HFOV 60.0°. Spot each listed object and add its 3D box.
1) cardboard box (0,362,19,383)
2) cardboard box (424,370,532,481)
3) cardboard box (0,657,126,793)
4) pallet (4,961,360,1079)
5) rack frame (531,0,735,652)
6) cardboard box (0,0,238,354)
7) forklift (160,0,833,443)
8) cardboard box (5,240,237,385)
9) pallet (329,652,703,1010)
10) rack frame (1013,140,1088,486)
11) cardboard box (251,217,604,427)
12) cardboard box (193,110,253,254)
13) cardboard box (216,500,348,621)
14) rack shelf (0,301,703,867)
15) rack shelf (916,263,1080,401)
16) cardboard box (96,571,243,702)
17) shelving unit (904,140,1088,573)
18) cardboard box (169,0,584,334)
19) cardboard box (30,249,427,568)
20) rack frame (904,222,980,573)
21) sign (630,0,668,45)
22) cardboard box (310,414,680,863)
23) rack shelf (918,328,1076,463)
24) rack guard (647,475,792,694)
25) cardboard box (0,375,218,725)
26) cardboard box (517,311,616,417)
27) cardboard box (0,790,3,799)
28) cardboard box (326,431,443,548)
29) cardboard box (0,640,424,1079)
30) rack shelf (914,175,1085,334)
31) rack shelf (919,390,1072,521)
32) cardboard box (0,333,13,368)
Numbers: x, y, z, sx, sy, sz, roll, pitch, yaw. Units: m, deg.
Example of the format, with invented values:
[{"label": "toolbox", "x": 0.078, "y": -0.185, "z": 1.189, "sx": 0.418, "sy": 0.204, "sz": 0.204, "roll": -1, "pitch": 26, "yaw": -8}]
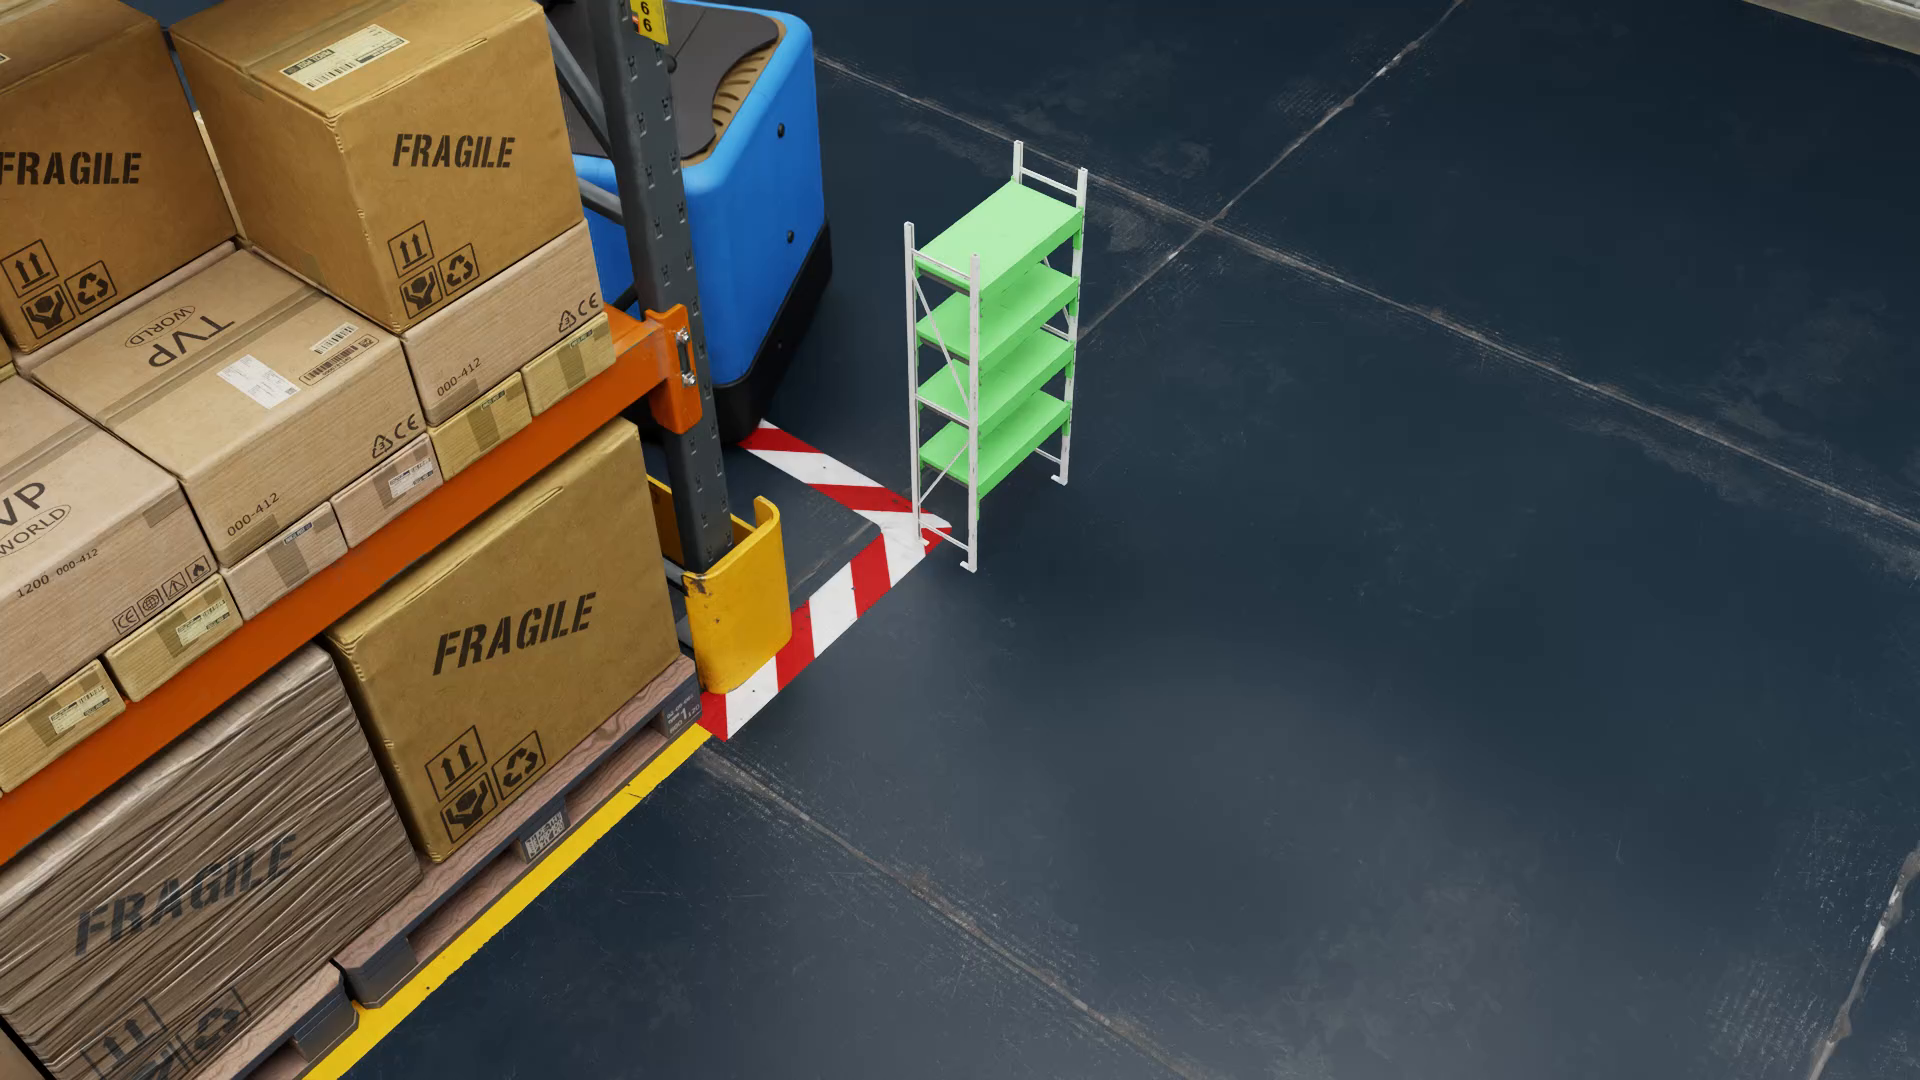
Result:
[{"label": "cardboard box", "x": -2.188, "y": -0.221, "z": 3.285, "sx": 0.500, "sy": 0.250, "sz": 0.500, "roll": 28, "pitch": 52, "yaw": 24}, {"label": "cardboard box", "x": -1.173, "y": -0.326, "z": 3.661, "sx": 0.380, "sy": 0.149, "sz": 0.250, "roll": 30, "pitch": 53, "yaw": 25}, {"label": "cardboard box", "x": -1.797, "y": 0.258, "z": 3.103, "sx": 0.380, "sy": 0.149, "sz": 0.250, "roll": 29, "pitch": 53, "yaw": 25}, {"label": "pallet", "x": -2.231, "y": 1.238, "z": 3.921, "sx": 1.003, "sy": 0.211, "sz": 1.213, "roll": 29, "pitch": 53, "yaw": 25}, {"label": "rack frame", "x": -1.058, "y": -0.912, "z": 4.047, "sx": 1.000, "sy": 3.000, "sz": 0.127, "roll": 29, "pitch": 53, "yaw": 25}, {"label": "cardboard box", "x": -1.871, "y": -0.781, "z": 3.301, "sx": 0.500, "sy": 0.500, "sz": 0.500, "roll": 28, "pitch": 52, "yaw": 24}, {"label": "forklift", "x": -2.040, "y": -1.895, "z": 5.034, "sx": 3.031, "sy": 2.935, "sz": 1.130, "roll": 10, "pitch": 47, "yaw": 10}, {"label": "cardboard box", "x": -1.878, "y": -0.507, "z": 3.558, "sx": 0.500, "sy": 0.250, "sz": 0.500, "roll": 29, "pitch": 53, "yaw": 25}, {"label": "pallet", "x": -1.485, "y": 0.543, "z": 4.585, "sx": 1.003, "sy": 0.211, "sz": 1.213, "roll": 29, "pitch": 53, "yaw": 25}, {"label": "rack frame", "x": 0.250, "y": -0.649, "z": 5.040, "sx": 0.240, "sy": 1.200, "sz": 0.015, "roll": 29, "pitch": 53, "yaw": 25}, {"label": "cardboard box", "x": -1.145, "y": -0.568, "z": 3.617, "sx": 0.500, "sy": 0.250, "sz": 0.500, "roll": 28, "pitch": 53, "yaw": 24}, {"label": "cardboard box", "x": -1.565, "y": -0.808, "z": 3.845, "sx": 0.500, "sy": 0.250, "sz": 0.500, "roll": 28, "pitch": 52, "yaw": 24}, {"label": "cardboard box", "x": -1.481, "y": -0.040, "z": 3.388, "sx": 0.380, "sy": 0.149, "sz": 0.250, "roll": 30, "pitch": 53, "yaw": 26}, {"label": "rack shelf", "x": -2.281, "y": 0.481, "z": 3.214, "sx": 1.077, "sy": 0.370, "sz": 4.000, "roll": 29, "pitch": 53, "yaw": 25}, {"label": "rack shelf", "x": 0.101, "y": -0.631, "z": 4.779, "sx": 0.258, "sy": 0.148, "sz": 0.480, "roll": 29, "pitch": 53, "yaw": 25}, {"label": "cardboard box", "x": -1.639, "y": 0.109, "z": 3.245, "sx": 0.380, "sy": 0.149, "sz": 0.250, "roll": 28, "pitch": 52, "yaw": 24}, {"label": "shelving unit", "x": 0.101, "y": -0.509, "z": 4.907, "sx": 0.258, "sy": 1.200, "sz": 0.503, "roll": 29, "pitch": 53, "yaw": 25}, {"label": "cardboard box", "x": -1.148, "y": -0.827, "z": 3.345, "sx": 0.500, "sy": 0.500, "sz": 0.500, "roll": 30, "pitch": 53, "yaw": 25}, {"label": "cardboard box", "x": -1.455, "y": -0.278, "z": 3.340, "sx": 0.500, "sy": 0.250, "sz": 0.500, "roll": 28, "pitch": 53, "yaw": 24}, {"label": "rack frame", "x": -0.048, "y": -0.370, "z": 4.773, "sx": 0.240, "sy": 1.200, "sz": 0.015, "roll": 29, "pitch": 53, "yaw": 25}, {"label": "sign", "x": -0.637, "y": -1.146, "z": 3.306, "sx": 0.100, "sy": 0.325, "sz": 0.005, "roll": 29, "pitch": 53, "yaw": 25}, {"label": "cardboard box", "x": -1.386, "y": 0.078, "z": 4.280, "sx": 0.875, "sy": 0.875, "sz": 0.875, "roll": 29, "pitch": 53, "yaw": 25}, {"label": "rack shelf", "x": 0.101, "y": -0.465, "z": 4.953, "sx": 0.258, "sy": 0.148, "sz": 0.480, "roll": 29, "pitch": 53, "yaw": 25}, {"label": "rack guard", "x": -1.044, "y": -0.062, "z": 4.964, "sx": 1.175, "sy": 0.500, "sz": 0.348, "roll": 29, "pitch": 53, "yaw": 25}, {"label": "cardboard box", "x": -1.766, "y": 0.013, "z": 3.061, "sx": 0.500, "sy": 0.250, "sz": 0.500, "roll": 27, "pitch": 52, "yaw": 24}, {"label": "cardboard box", "x": -1.015, "y": -0.476, "z": 3.804, "sx": 0.380, "sy": 0.149, "sz": 0.250, "roll": 30, "pitch": 53, "yaw": 26}, {"label": "cardboard box", "x": -1.950, "y": 0.399, "z": 2.968, "sx": 0.380, "sy": 0.149, "sz": 0.250, "roll": 30, "pitch": 53, "yaw": 26}, {"label": "cardboard box", "x": -1.328, "y": -0.183, "z": 3.524, "sx": 0.380, "sy": 0.149, "sz": 0.250, "roll": 29, "pitch": 53, "yaw": 25}, {"label": "cardboard box", "x": -1.943, "y": 0.599, "z": 3.782, "sx": 0.875, "sy": 0.875, "sz": 0.875, "roll": 29, "pitch": 53, "yaw": 25}, {"label": "rack shelf", "x": 0.101, "y": -0.797, "z": 4.606, "sx": 0.258, "sy": 0.148, "sz": 0.480, "roll": 29, "pitch": 53, "yaw": 25}, {"label": "rack shelf", "x": 0.101, "y": -0.299, "z": 5.126, "sx": 0.258, "sy": 0.148, "sz": 0.480, "roll": 29, "pitch": 53, "yaw": 25}, {"label": "cardboard box", "x": -2.183, "y": -0.481, "z": 3.015, "sx": 0.500, "sy": 0.500, "sz": 0.500, "roll": 28, "pitch": 52, "yaw": 24}]
